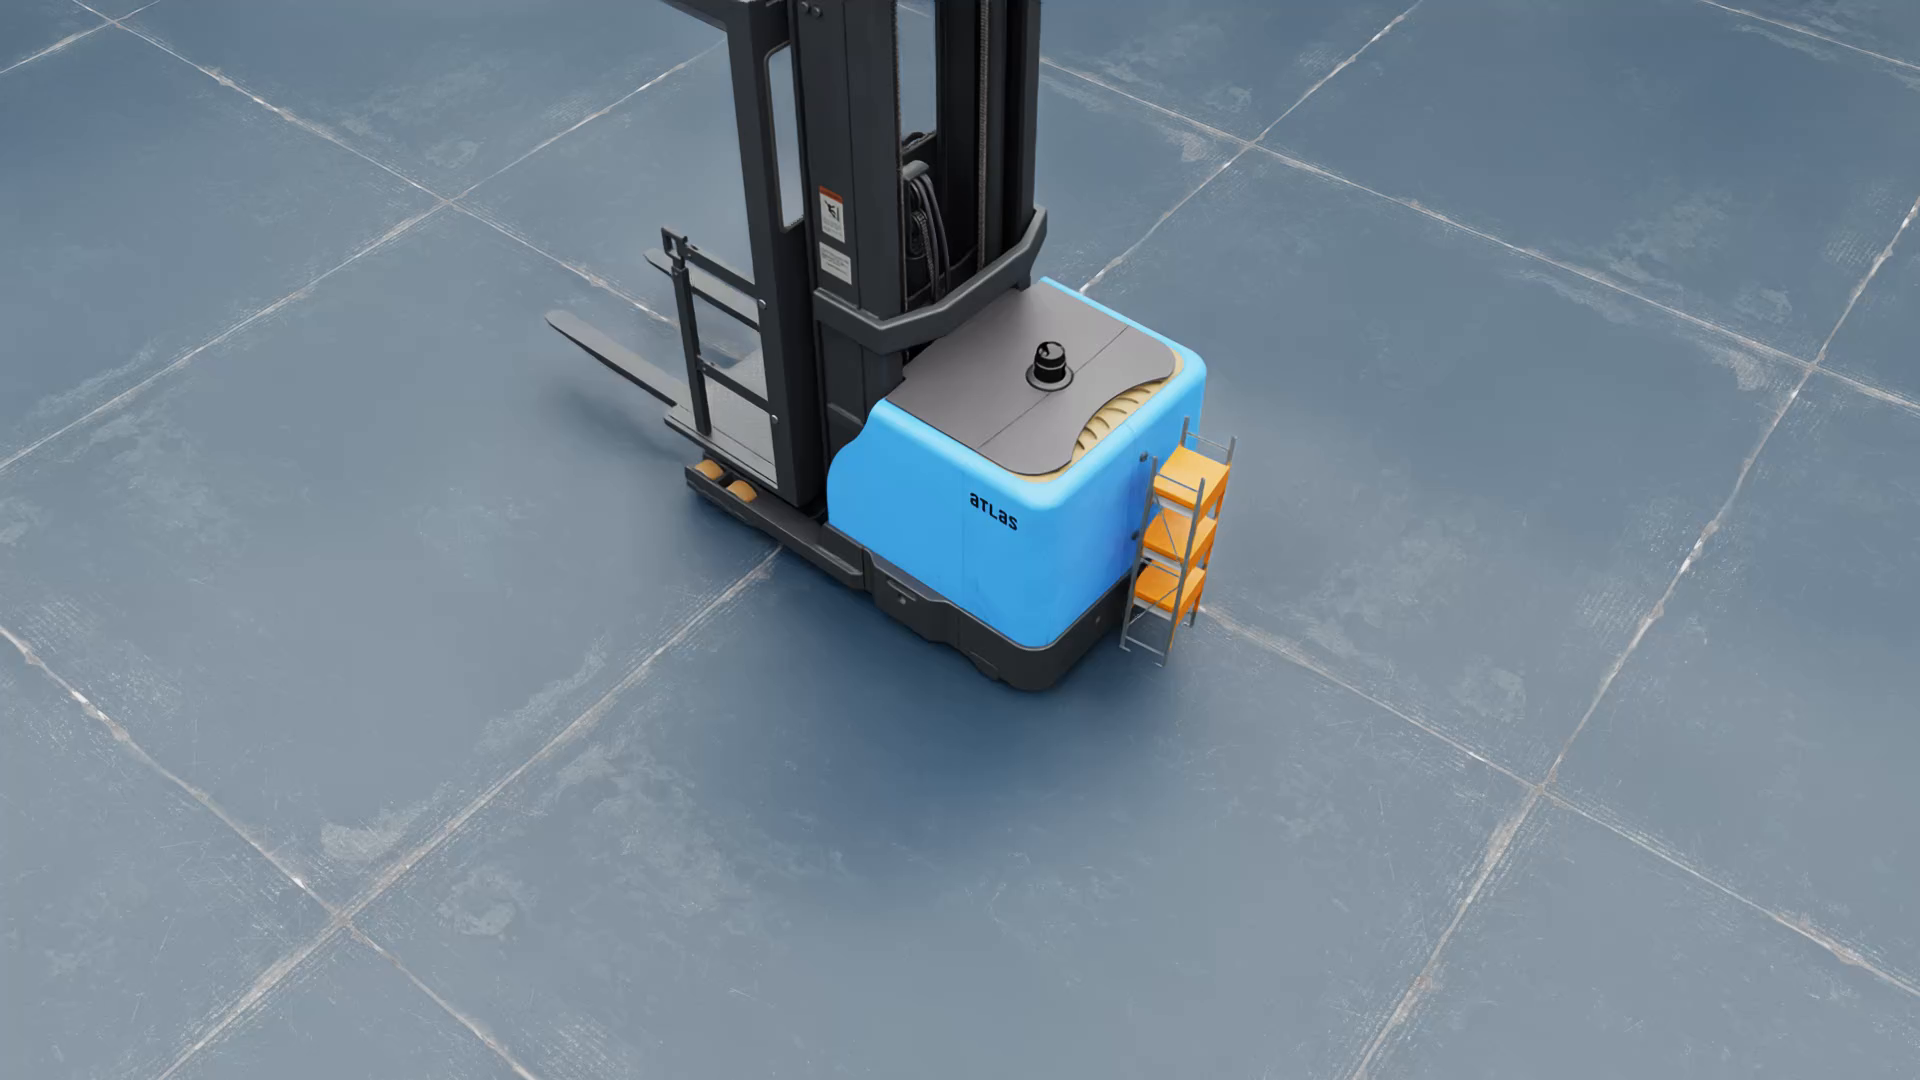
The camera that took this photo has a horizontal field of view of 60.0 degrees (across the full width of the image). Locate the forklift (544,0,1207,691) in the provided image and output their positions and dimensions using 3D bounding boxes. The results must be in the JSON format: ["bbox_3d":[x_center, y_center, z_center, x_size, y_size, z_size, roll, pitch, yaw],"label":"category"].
[{"bbox_3d":[-0.530,-1.358,6.185,3.031,2.935,1.130,32,54,27],"label":"forklift"}]

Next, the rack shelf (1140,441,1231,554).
[{"bbox_3d":[0.806,-0.154,5.951,0.215,0.259,0.240,26,52,19],"label":"rack shelf"}]

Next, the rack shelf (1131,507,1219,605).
[{"bbox_3d":[0.794,0.037,6.161,0.215,0.259,0.240,26,52,19],"label":"rack shelf"}]

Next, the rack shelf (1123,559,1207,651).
[{"bbox_3d":[0.783,0.224,6.366,0.215,0.259,0.240,26,52,19],"label":"rack shelf"}]

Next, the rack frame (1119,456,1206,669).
[{"bbox_3d":[0.731,0.105,6.081,0.200,1.050,0.008,26,52,19],"label":"rack frame"}]

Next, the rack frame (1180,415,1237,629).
[{"bbox_3d":[0.859,-0.045,6.225,0.200,1.050,0.008,26,52,19],"label":"rack frame"}]

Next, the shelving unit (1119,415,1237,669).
[{"bbox_3d":[0.795,0.030,6.153,0.215,1.050,0.252,26,52,19],"label":"shelving unit"}]
